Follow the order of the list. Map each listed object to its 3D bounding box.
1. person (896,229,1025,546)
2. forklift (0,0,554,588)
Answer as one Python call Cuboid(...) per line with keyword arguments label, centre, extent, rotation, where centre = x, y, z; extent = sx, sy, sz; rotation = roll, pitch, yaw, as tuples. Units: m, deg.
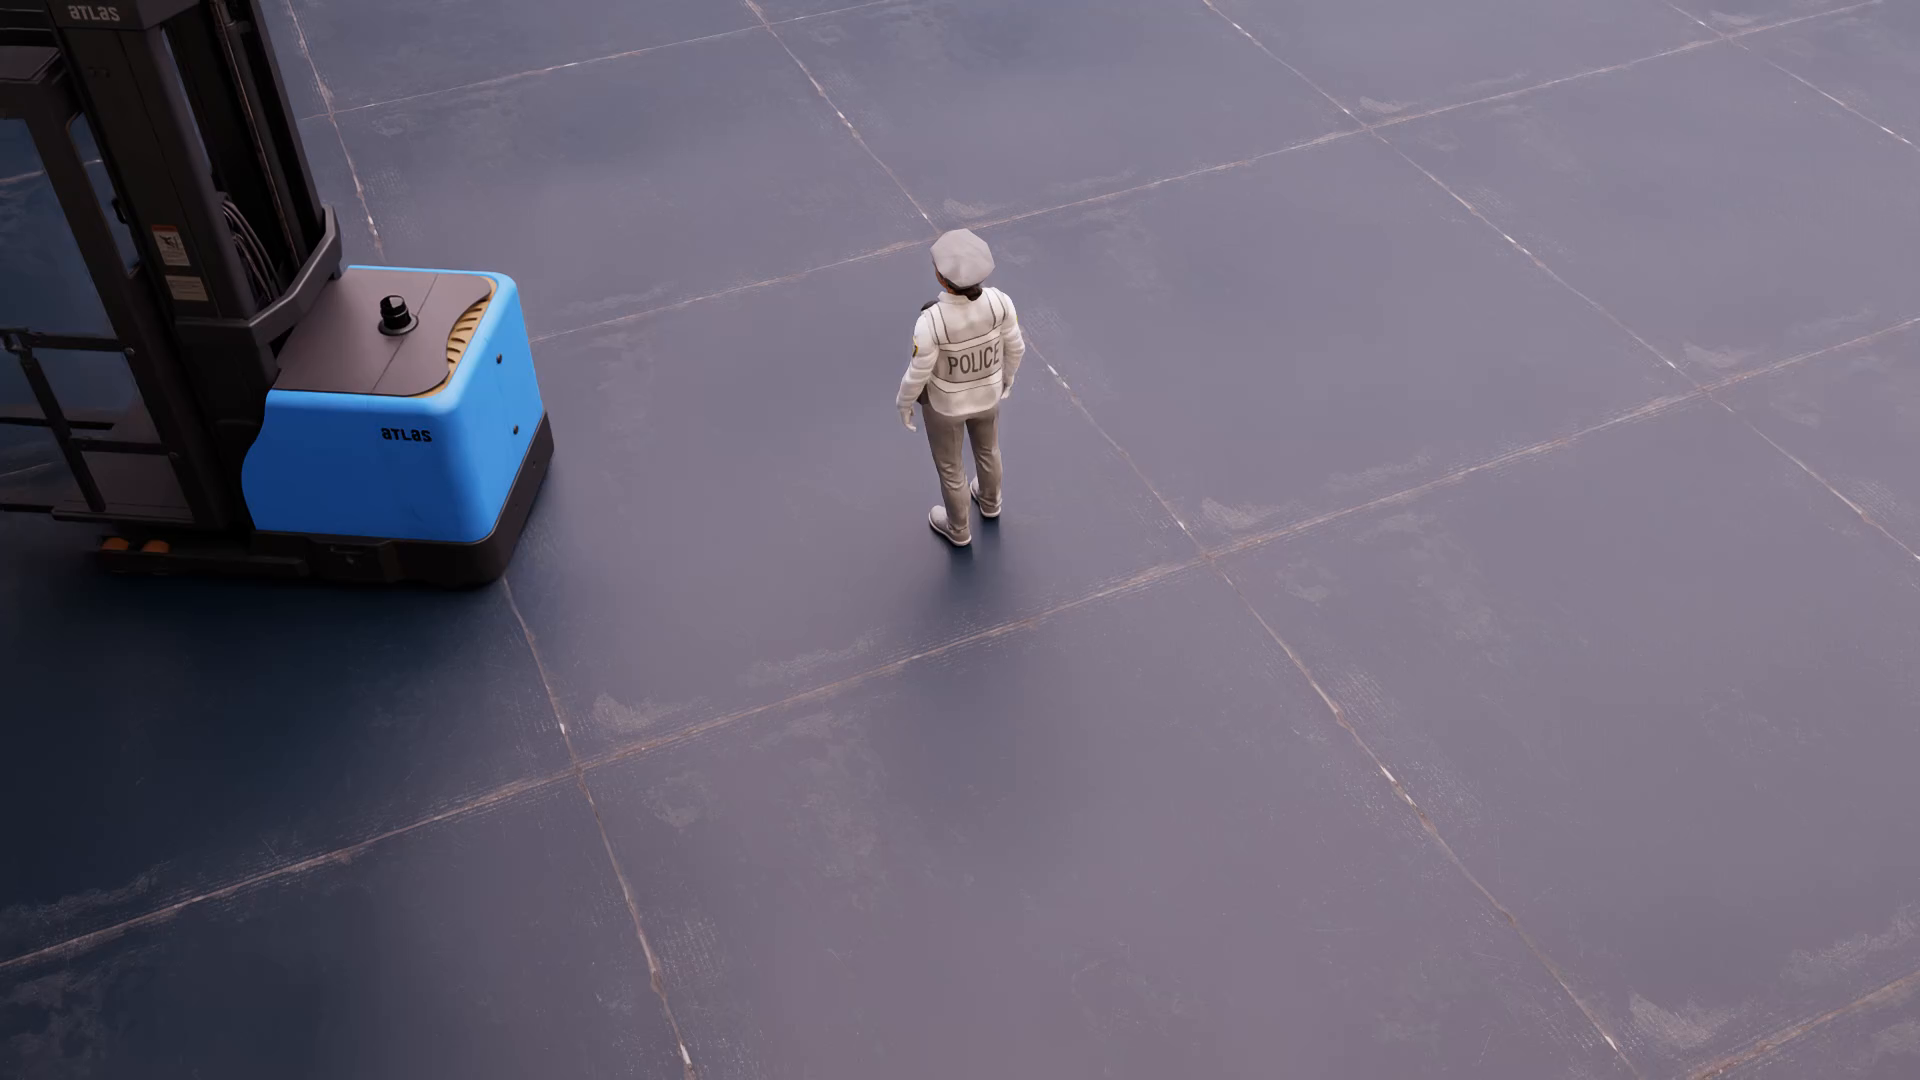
Cuboid(label="person", centre=(-0.022, -0.668, 7.292), extent=(0.588, 1.696, 0.533), rotation=(-18, 46, -18))
Cuboid(label="forklift", centre=(-3.547, -1.264, 7.035), extent=(3.031, 2.935, 1.130), rotation=(3, 43, 4))
